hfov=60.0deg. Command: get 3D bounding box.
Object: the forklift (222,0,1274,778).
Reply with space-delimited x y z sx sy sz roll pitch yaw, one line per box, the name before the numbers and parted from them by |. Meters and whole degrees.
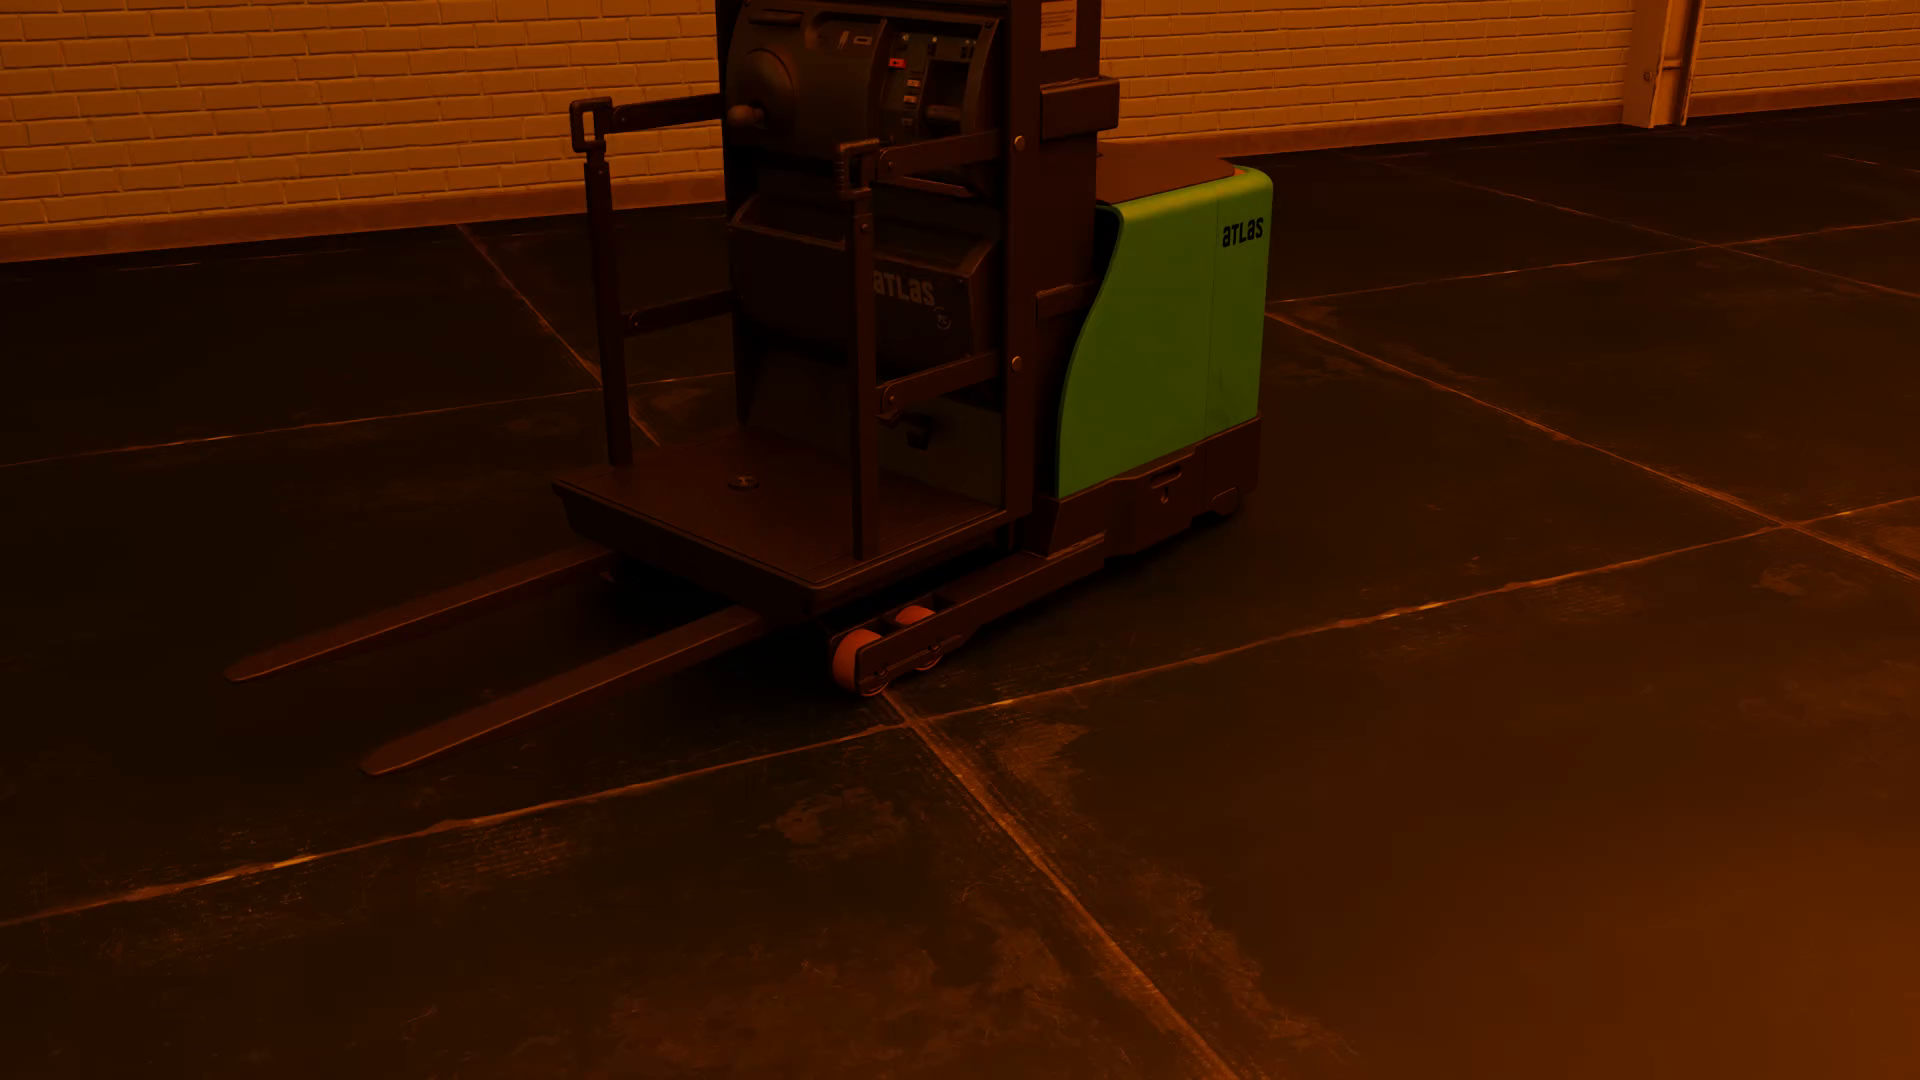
forklift | -0.413 -1.182 4.131 1.130 2.935 3.031 19 29 39
